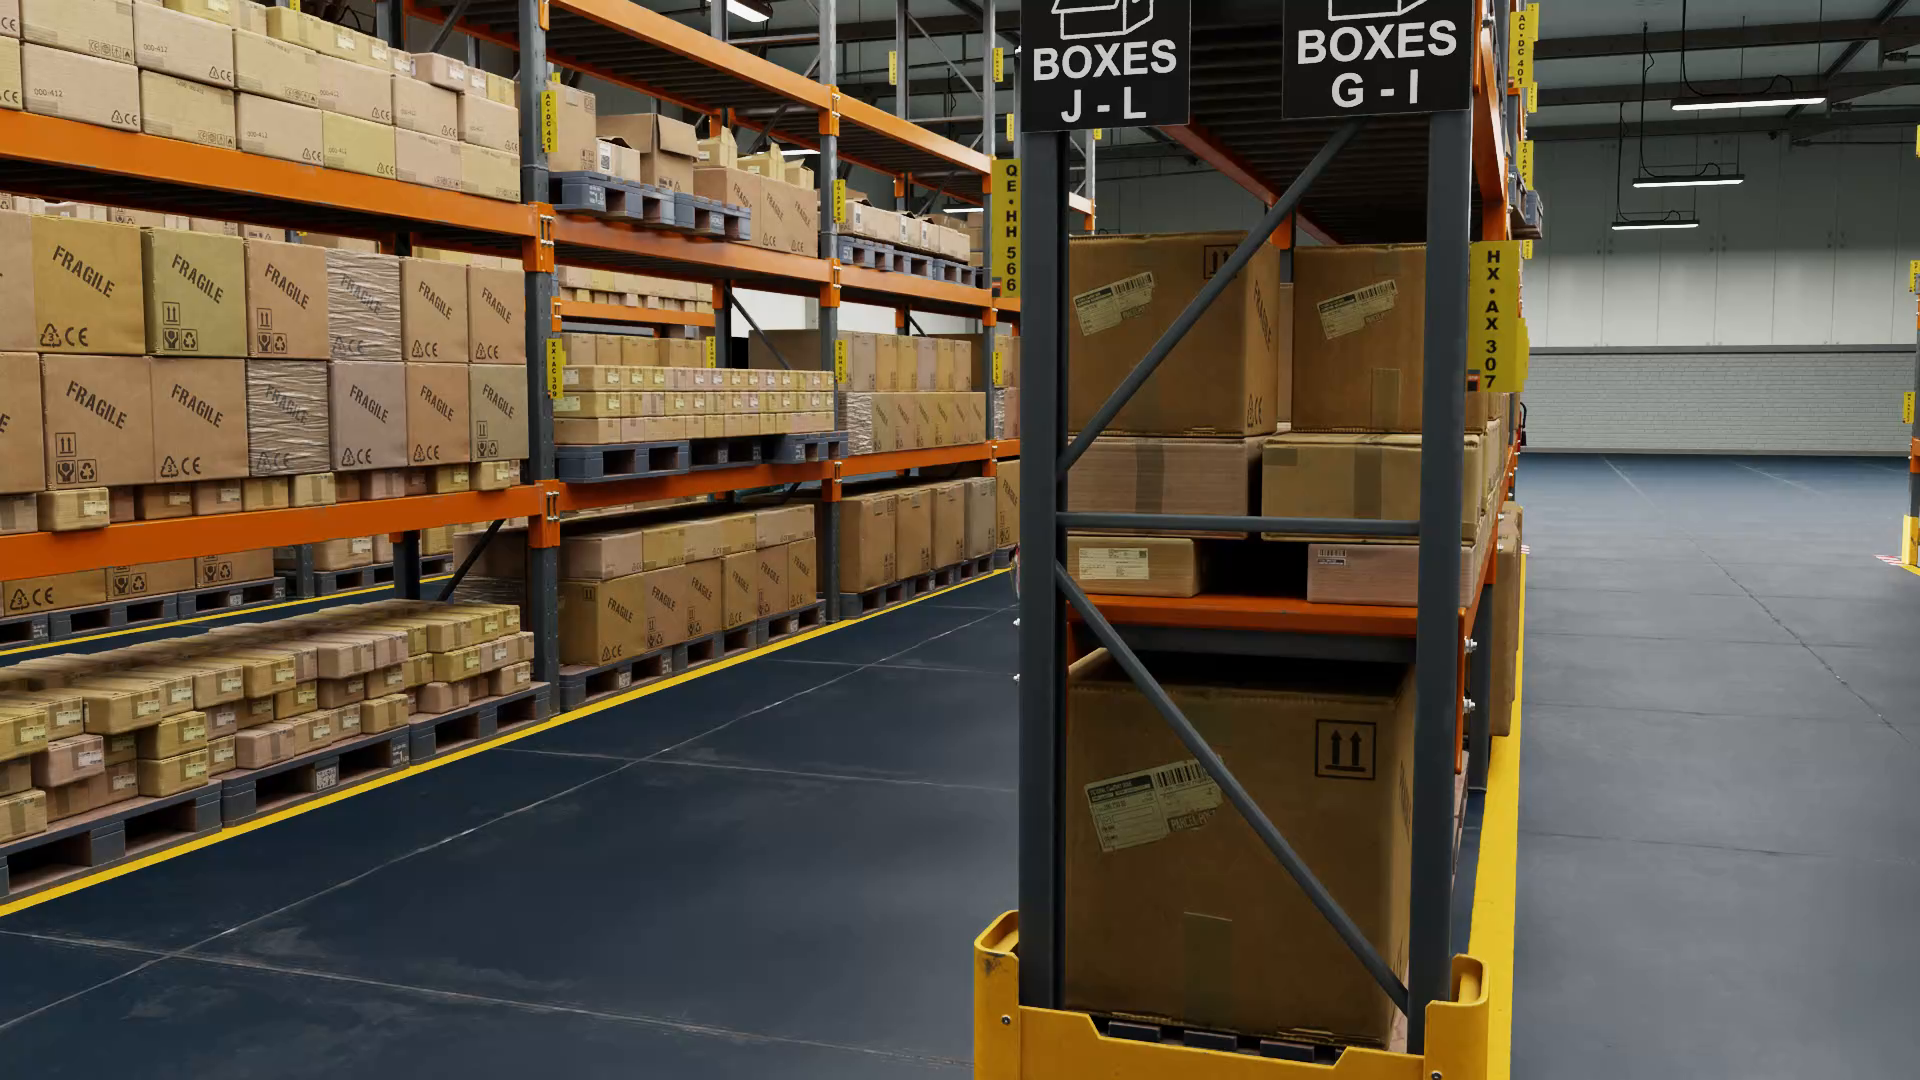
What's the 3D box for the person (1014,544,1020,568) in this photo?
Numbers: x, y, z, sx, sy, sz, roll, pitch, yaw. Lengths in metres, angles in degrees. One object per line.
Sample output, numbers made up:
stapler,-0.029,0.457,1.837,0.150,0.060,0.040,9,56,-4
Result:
person,0.846,0.315,11.296,0.946,0.985,0.535,2,5,16
